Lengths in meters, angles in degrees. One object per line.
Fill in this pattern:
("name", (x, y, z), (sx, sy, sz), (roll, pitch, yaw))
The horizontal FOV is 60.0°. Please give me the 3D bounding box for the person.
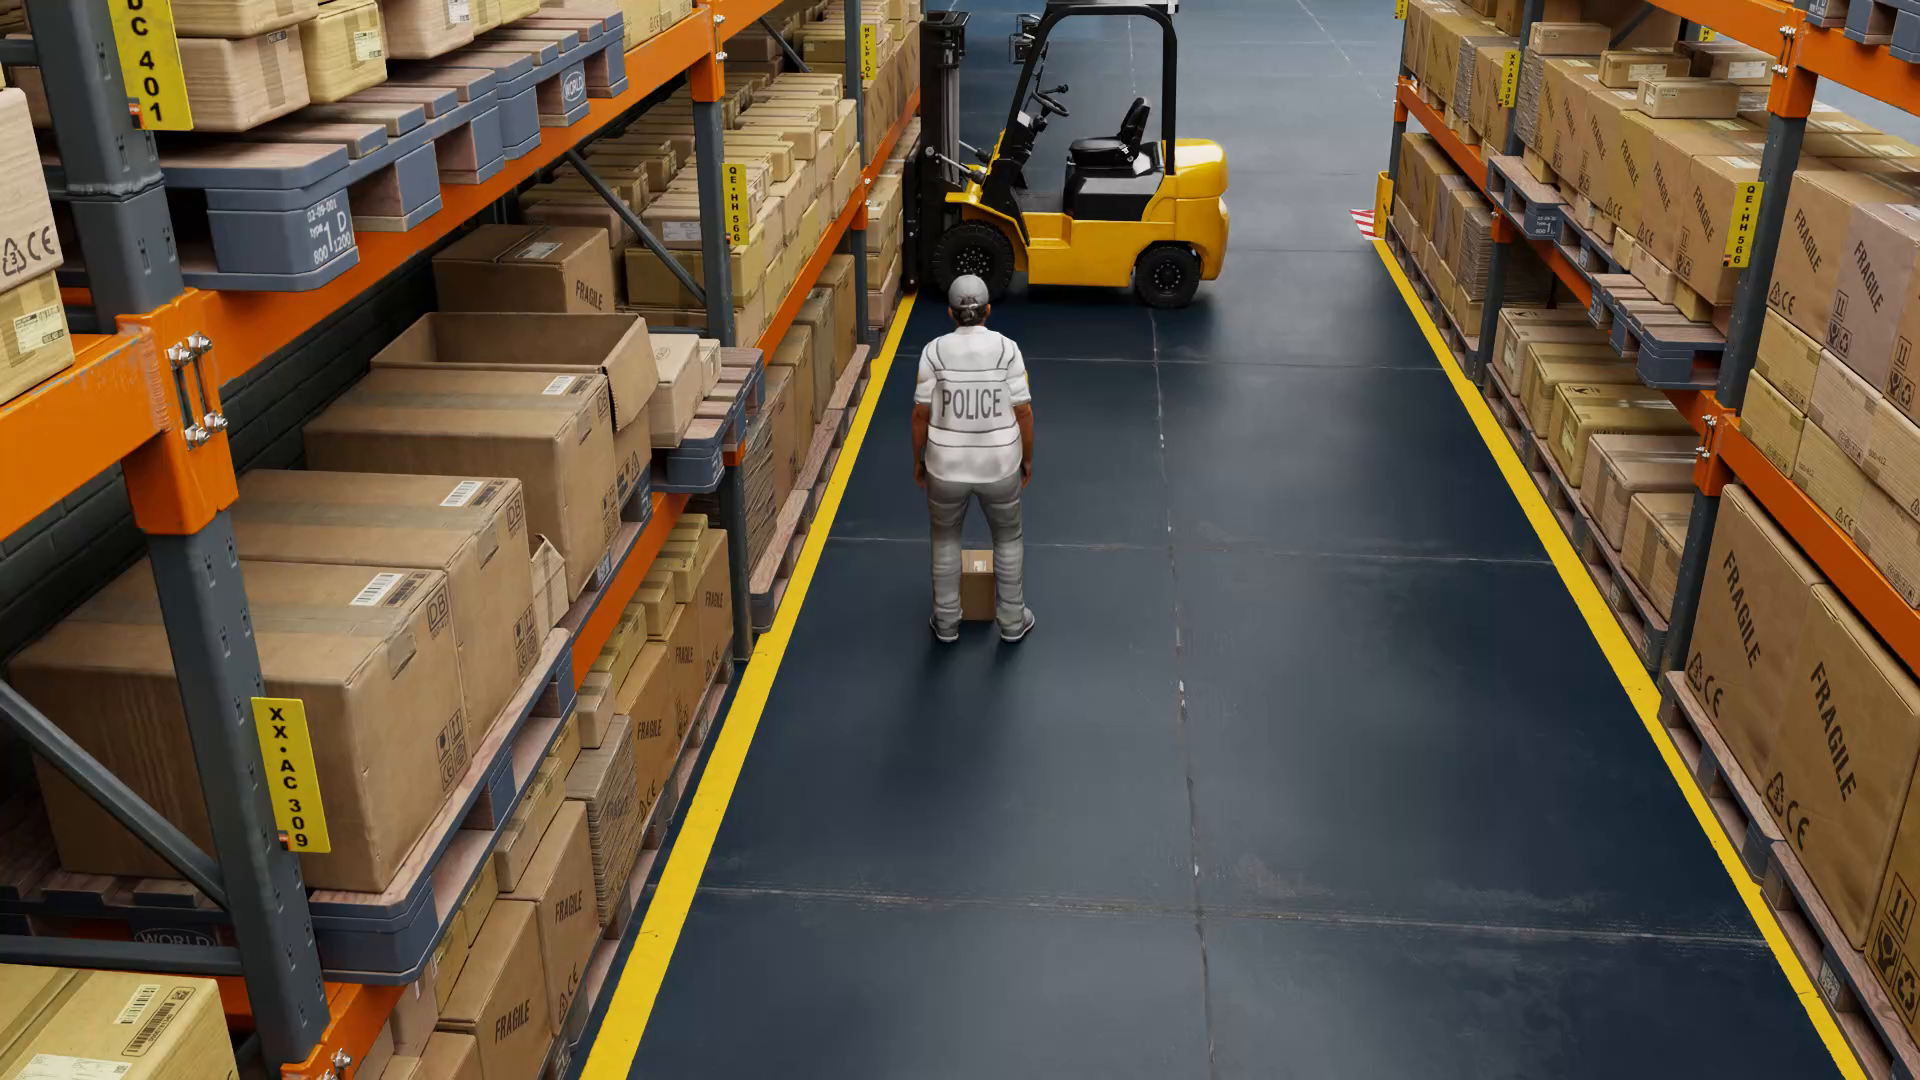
("person", (0.068, -0.338, 7.332), (0.554, 1.666, 0.472), (1, 25, 1))
